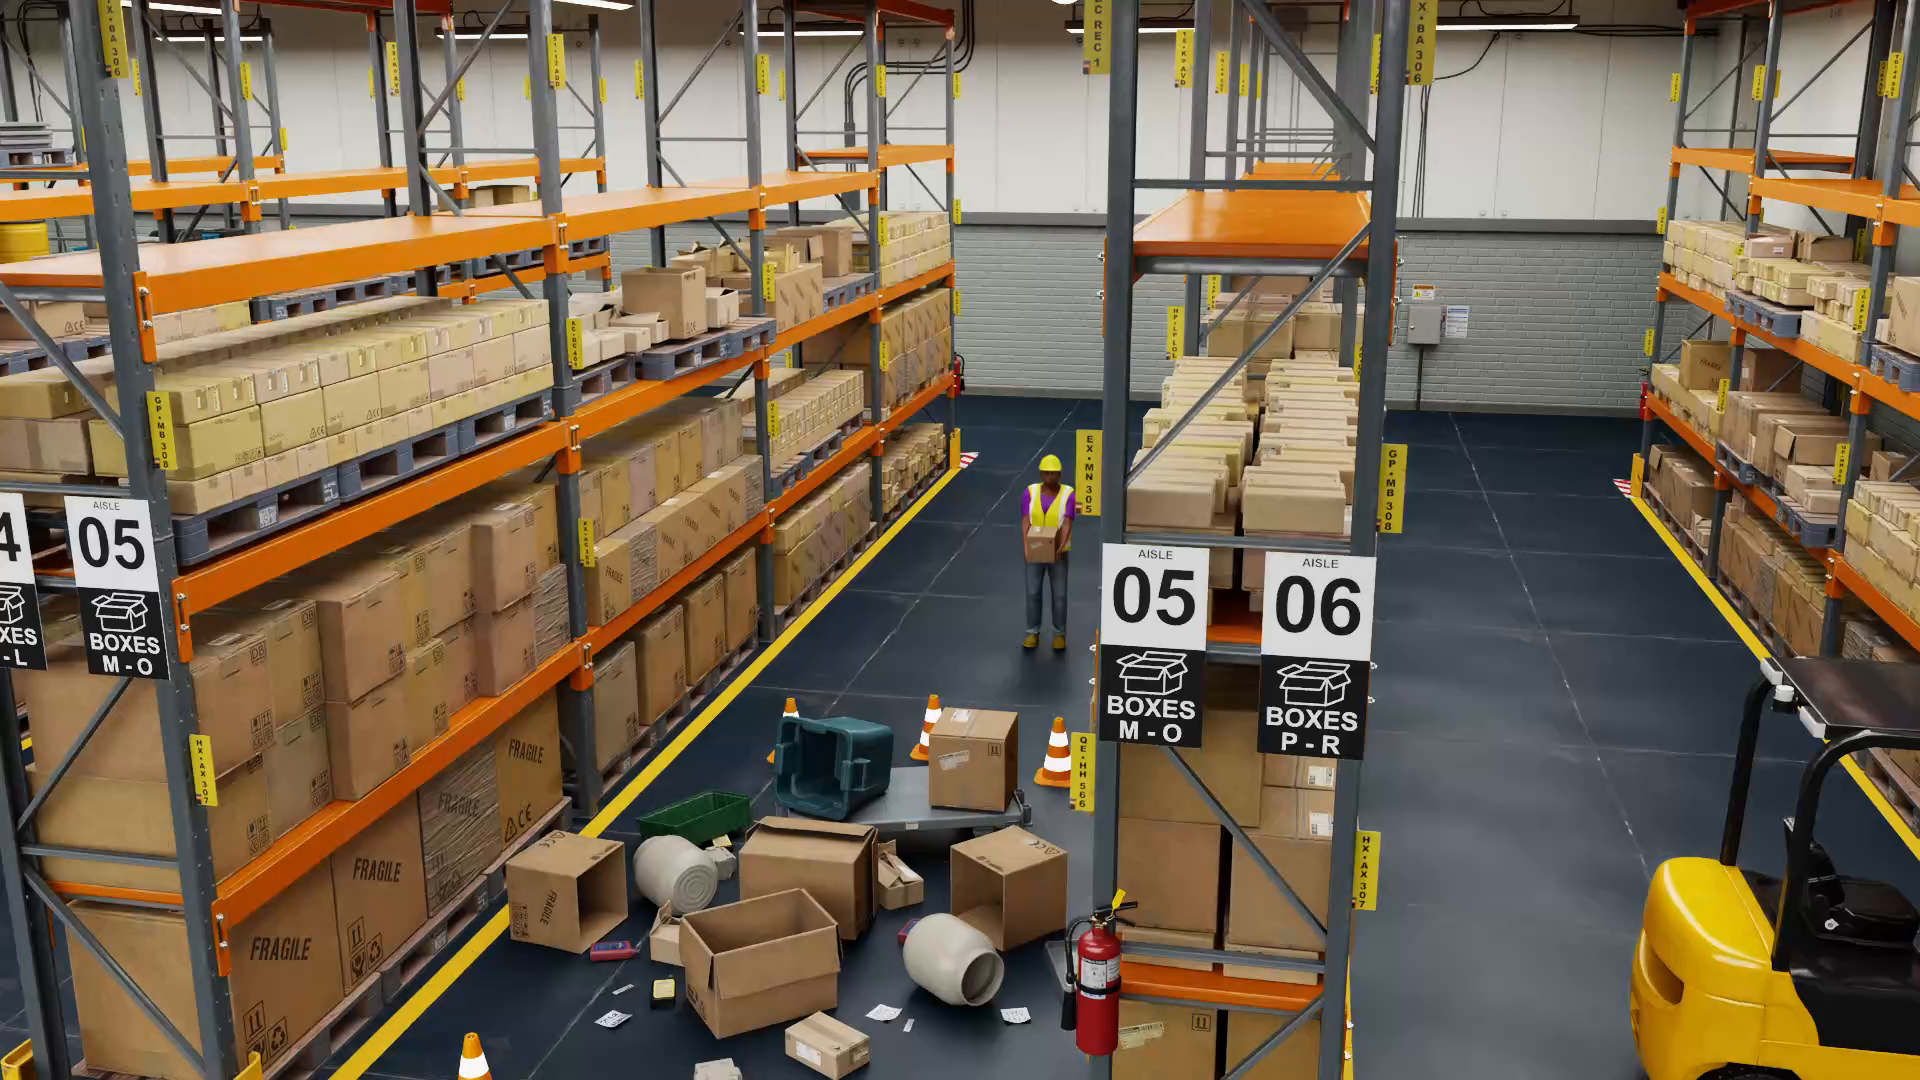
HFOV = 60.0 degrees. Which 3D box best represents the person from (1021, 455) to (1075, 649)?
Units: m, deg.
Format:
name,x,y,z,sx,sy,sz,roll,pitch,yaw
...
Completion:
name,x,y,z,sx,sy,sz,roll,pitch,yaw
person,0.784,0.126,14.980,0.505,1.763,0.558,3,15,11
